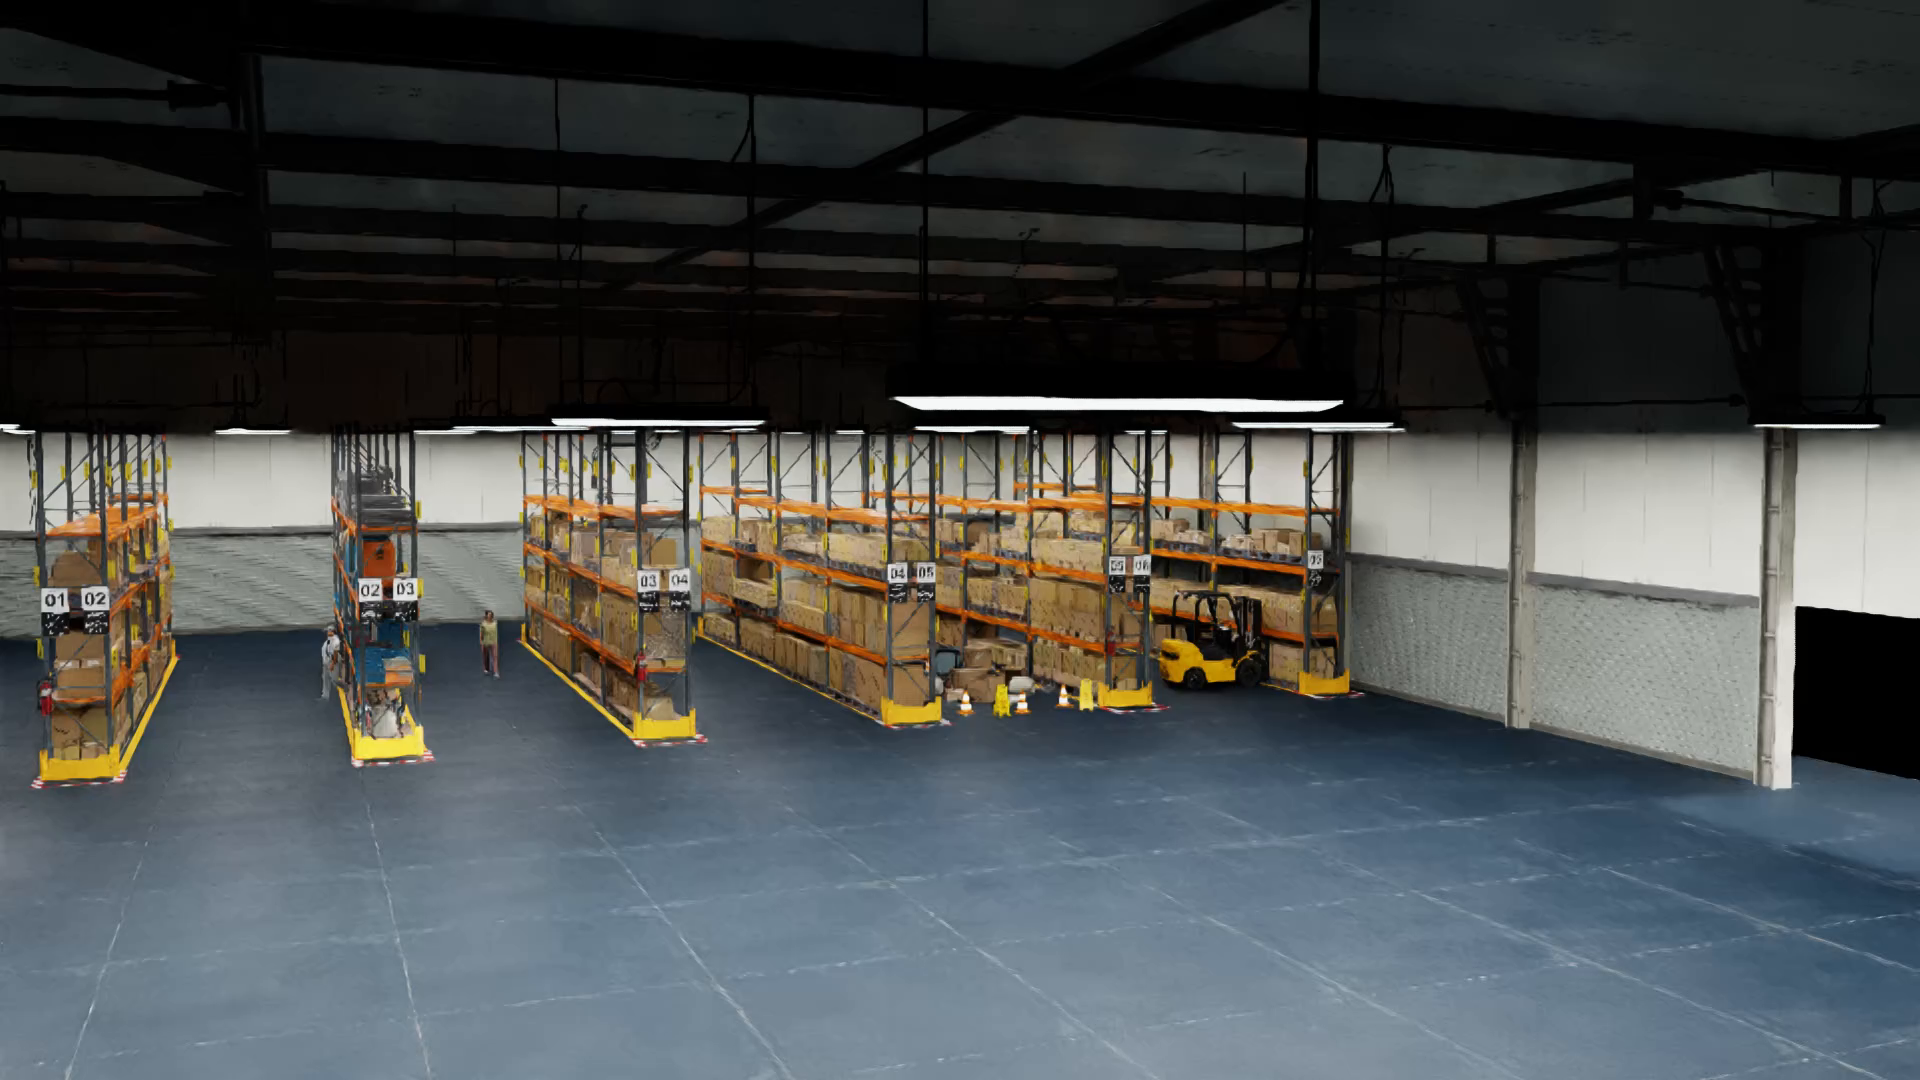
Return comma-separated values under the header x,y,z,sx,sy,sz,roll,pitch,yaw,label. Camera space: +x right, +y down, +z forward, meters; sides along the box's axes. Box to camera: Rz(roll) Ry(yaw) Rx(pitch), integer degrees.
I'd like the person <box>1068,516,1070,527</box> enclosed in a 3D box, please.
x,y,z,sx,sy,sz,roll,pitch,yaw,label
-7.392,1.272,38.114,18.192,2.693,22.721,0,4,8,person

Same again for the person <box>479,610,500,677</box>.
x,y,z,sx,sy,sz,roll,pitch,yaw,label
-11.183,2.444,39.495,0.448,1.590,1.110,-1,4,-20,person

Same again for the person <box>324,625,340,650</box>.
x,y,z,sx,sy,sz,roll,pitch,yaw,label
-13.578,2.193,35.887,0.319,0.715,0.524,-3,5,-44,person

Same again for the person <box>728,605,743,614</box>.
x,y,z,sx,sy,sz,roll,pitch,yaw,label
-6.777,1.696,50.285,0.559,1.643,0.530,1,4,15,person
